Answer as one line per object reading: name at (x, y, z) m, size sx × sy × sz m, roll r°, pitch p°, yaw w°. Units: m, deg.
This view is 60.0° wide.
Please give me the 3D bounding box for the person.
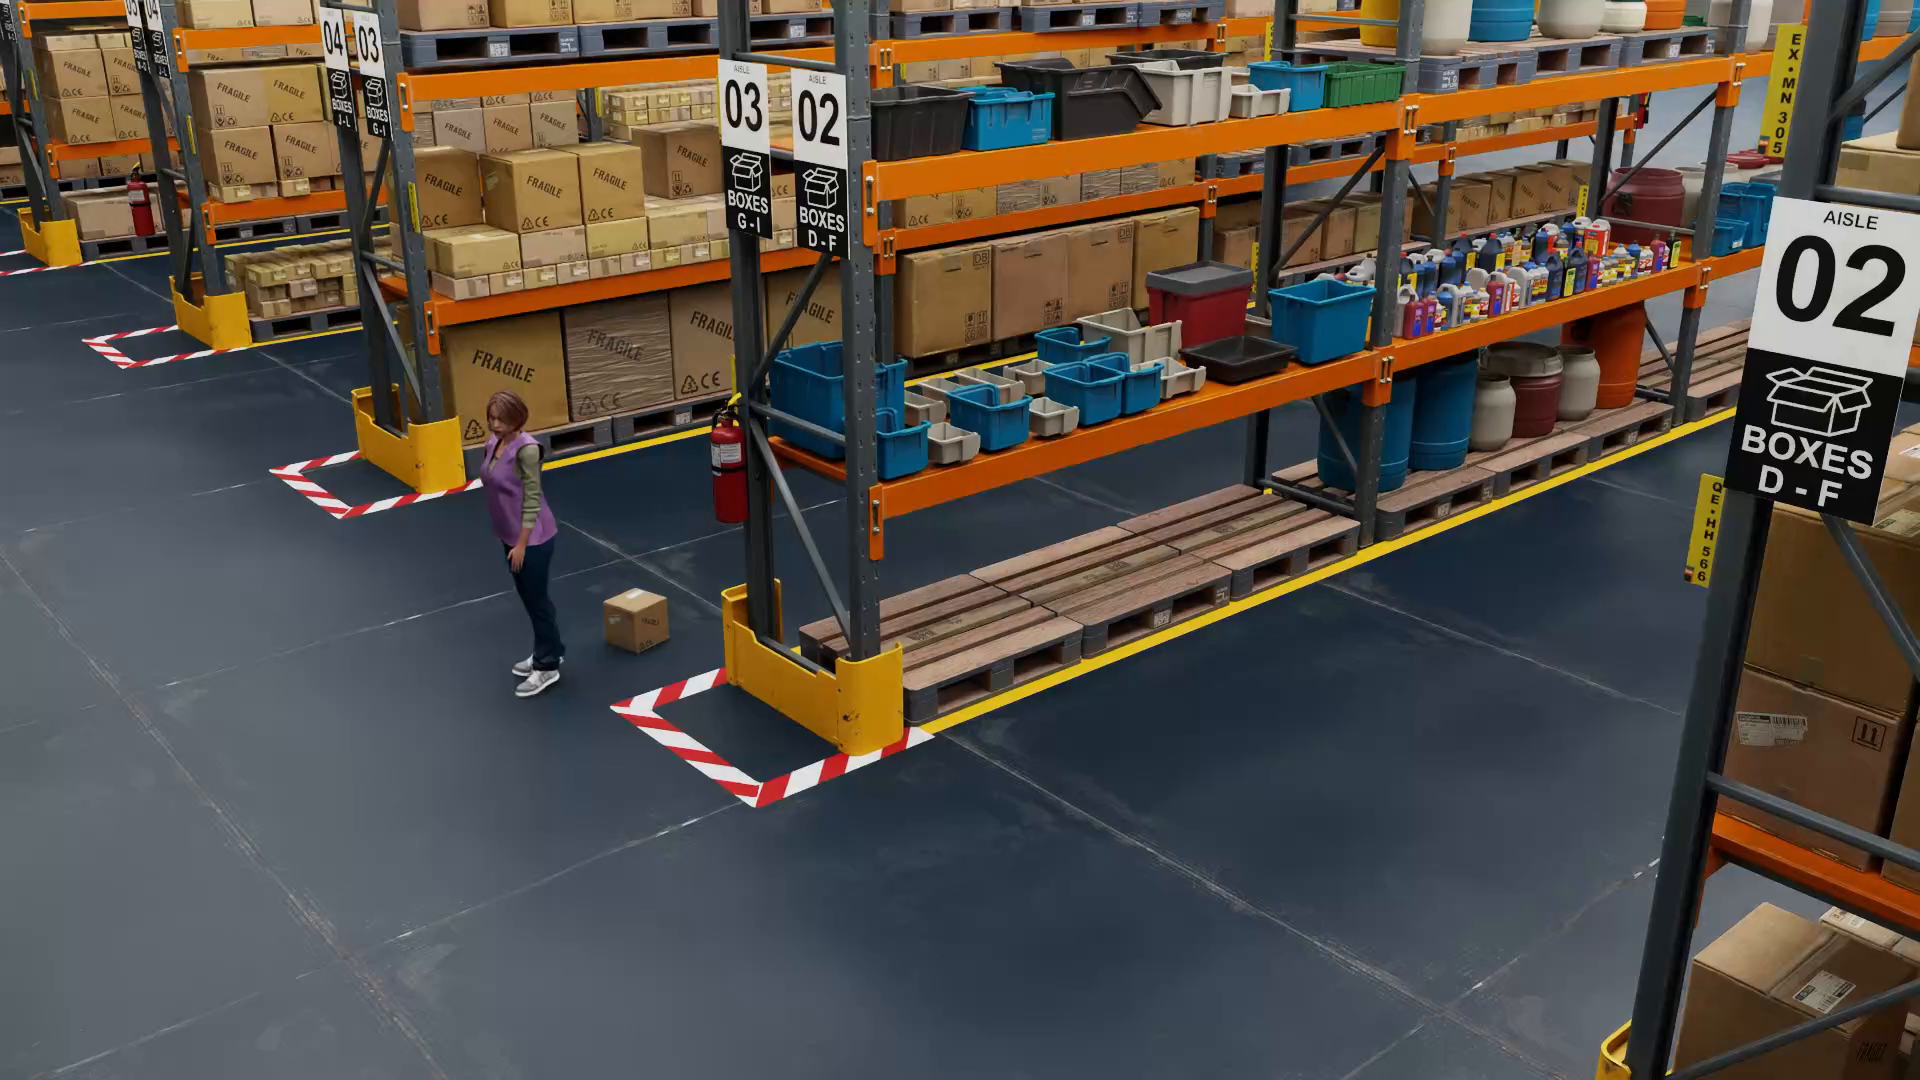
person at (-2.250, -0.004, 8.578) m, size 0.369 × 1.613 × 0.429 m, roll -16°, pitch 27°, yaw -36°
